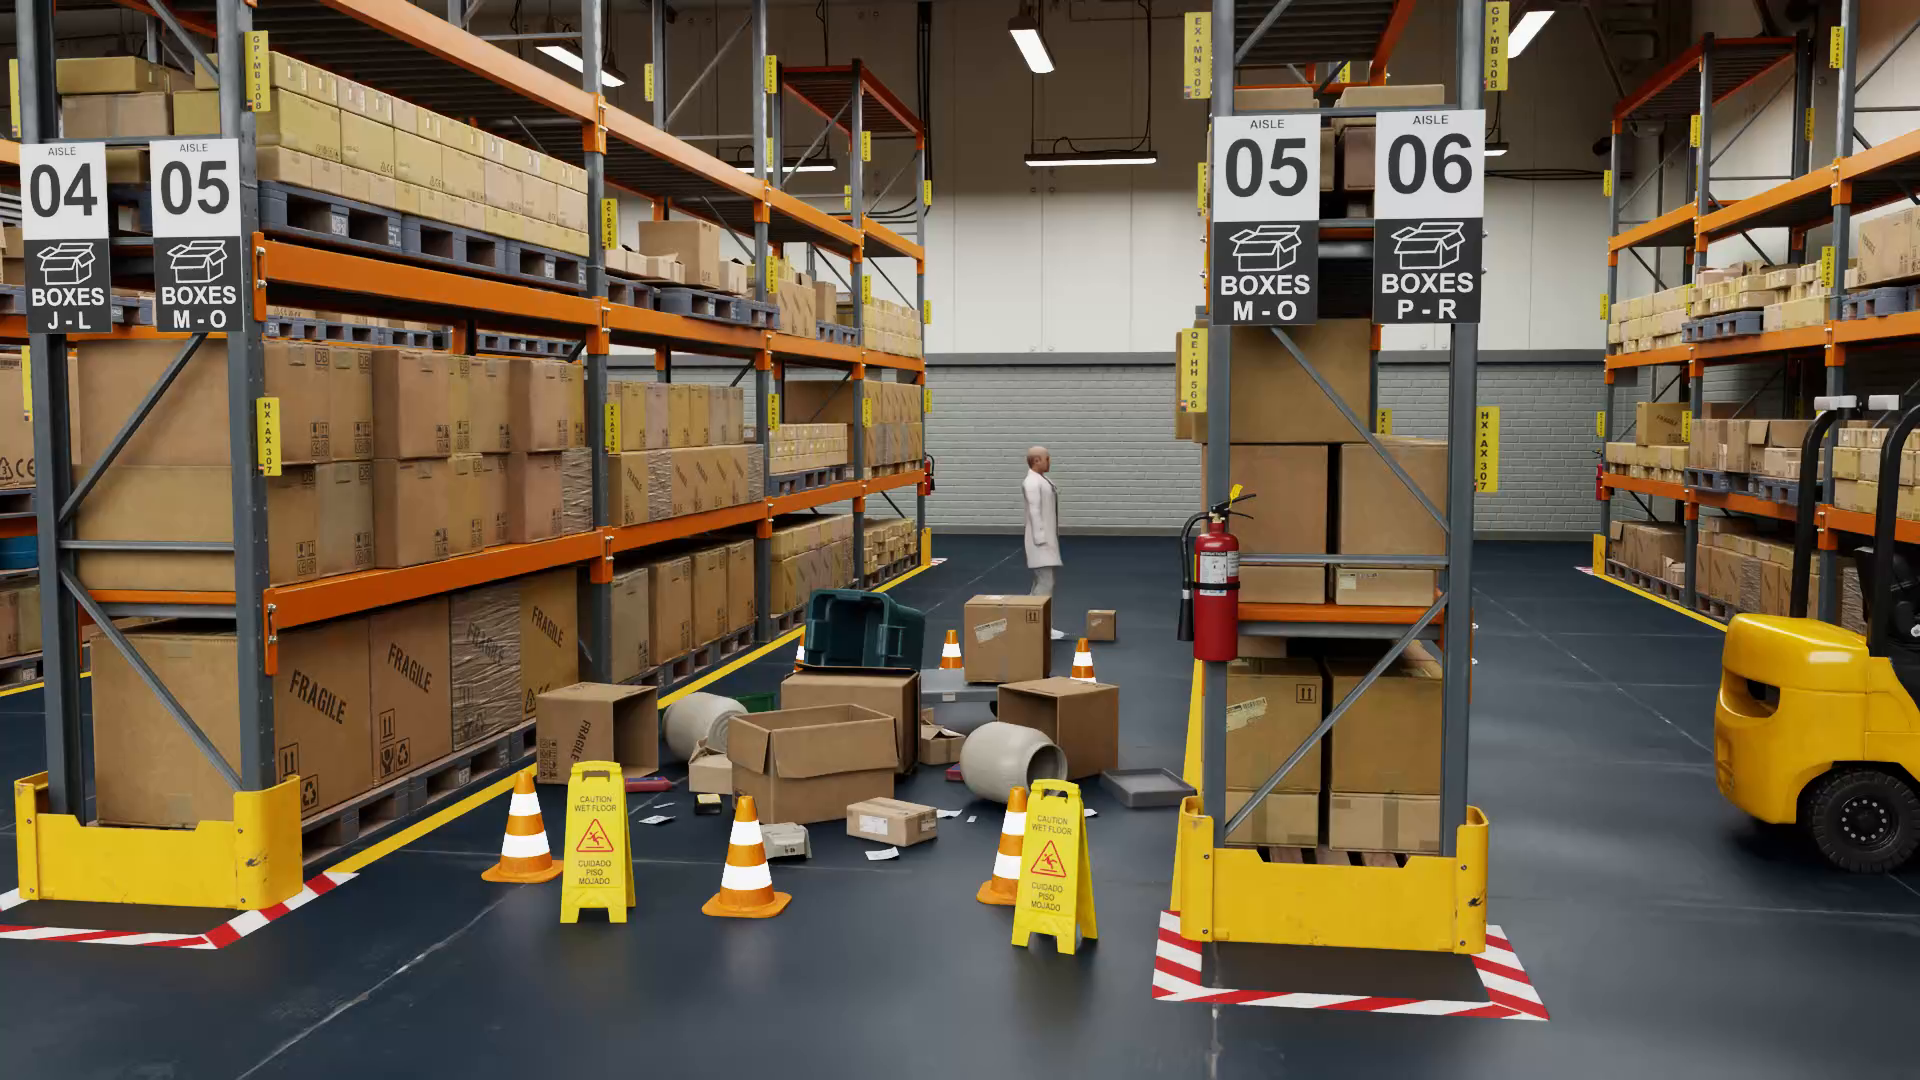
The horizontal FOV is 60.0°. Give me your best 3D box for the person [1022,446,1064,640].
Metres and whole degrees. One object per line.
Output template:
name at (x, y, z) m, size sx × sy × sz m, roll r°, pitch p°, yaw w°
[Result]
person at (0.770, 0.028, 15.369) m, size 0.440 × 1.786 × 0.566 m, roll 1°, pitch 4°, yaw 10°
